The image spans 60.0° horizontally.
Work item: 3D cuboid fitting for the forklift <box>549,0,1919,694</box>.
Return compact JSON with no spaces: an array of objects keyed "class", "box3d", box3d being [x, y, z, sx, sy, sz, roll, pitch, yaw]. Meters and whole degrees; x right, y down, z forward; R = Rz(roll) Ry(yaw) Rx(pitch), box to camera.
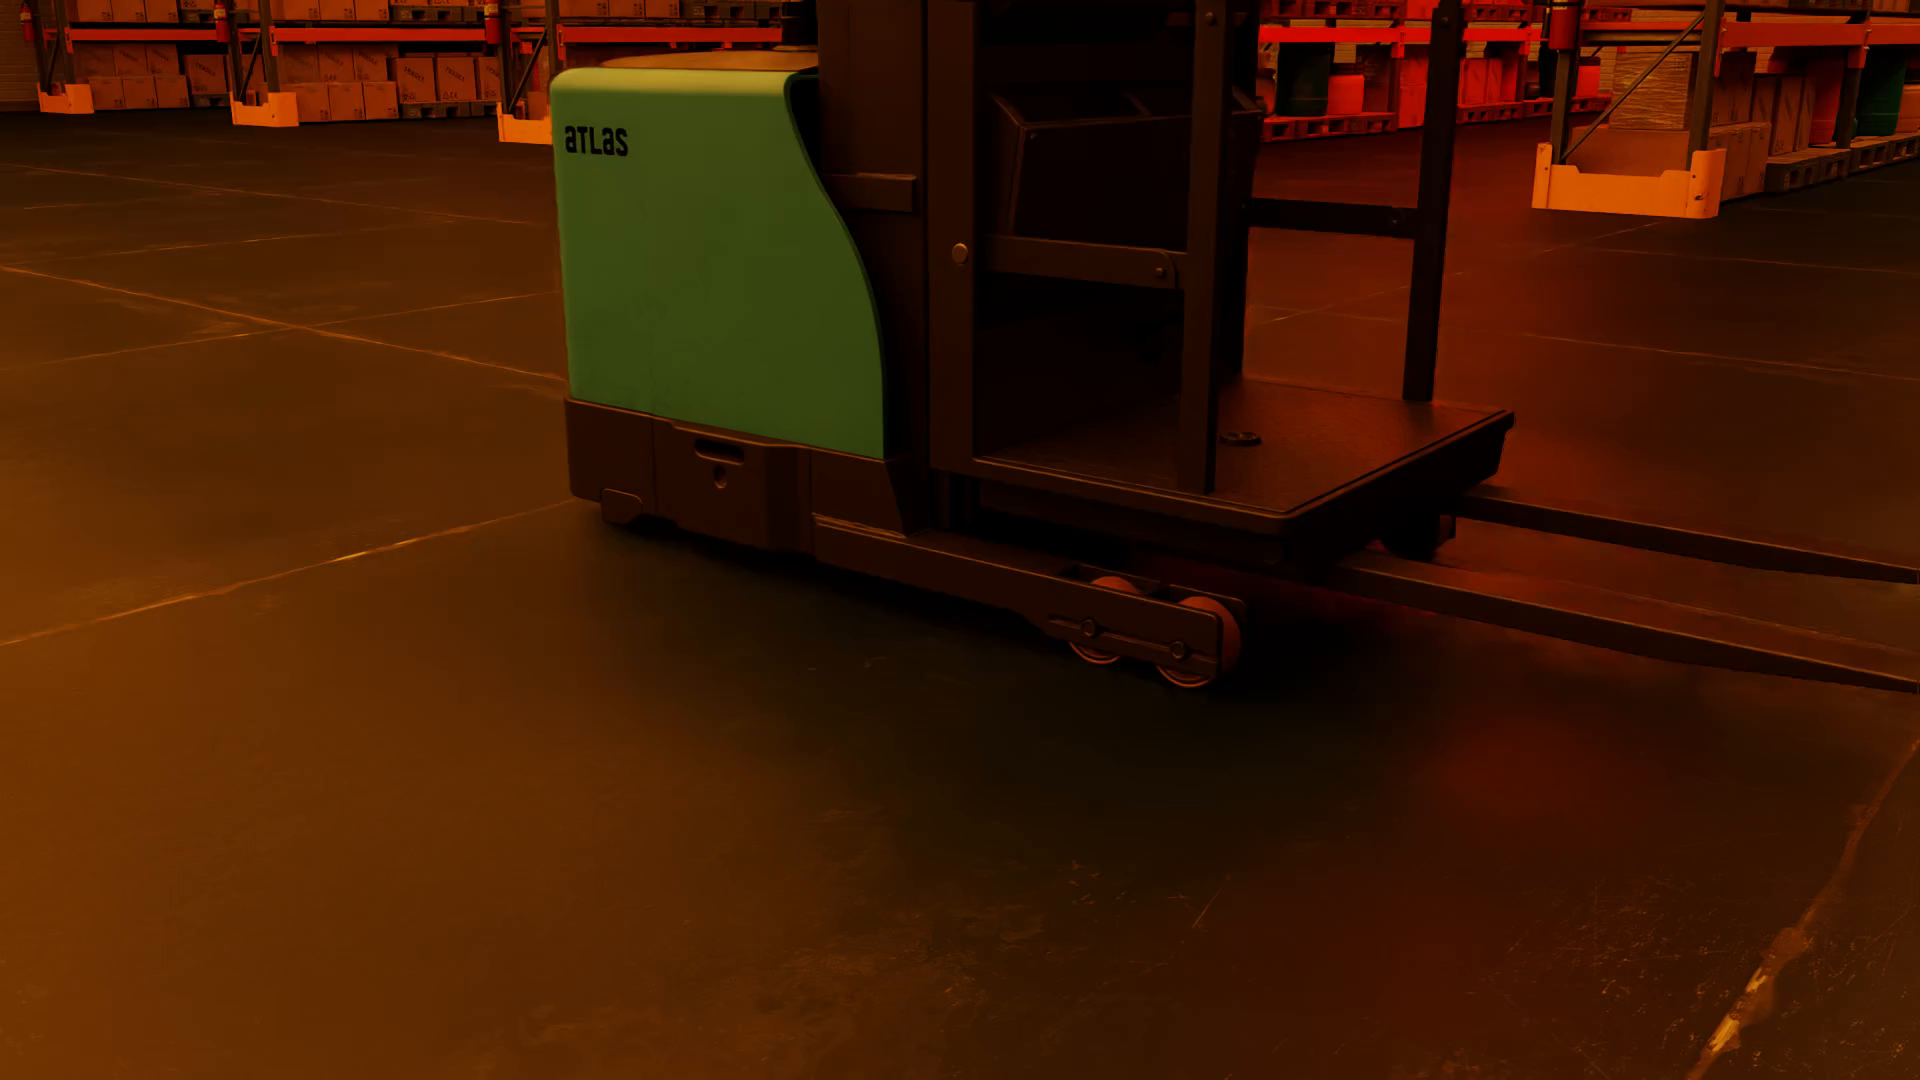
[{"class":"forklift","box3d":[0.515,-1.305,3.196,3.031,2.935,1.130,13,21,36]}]
